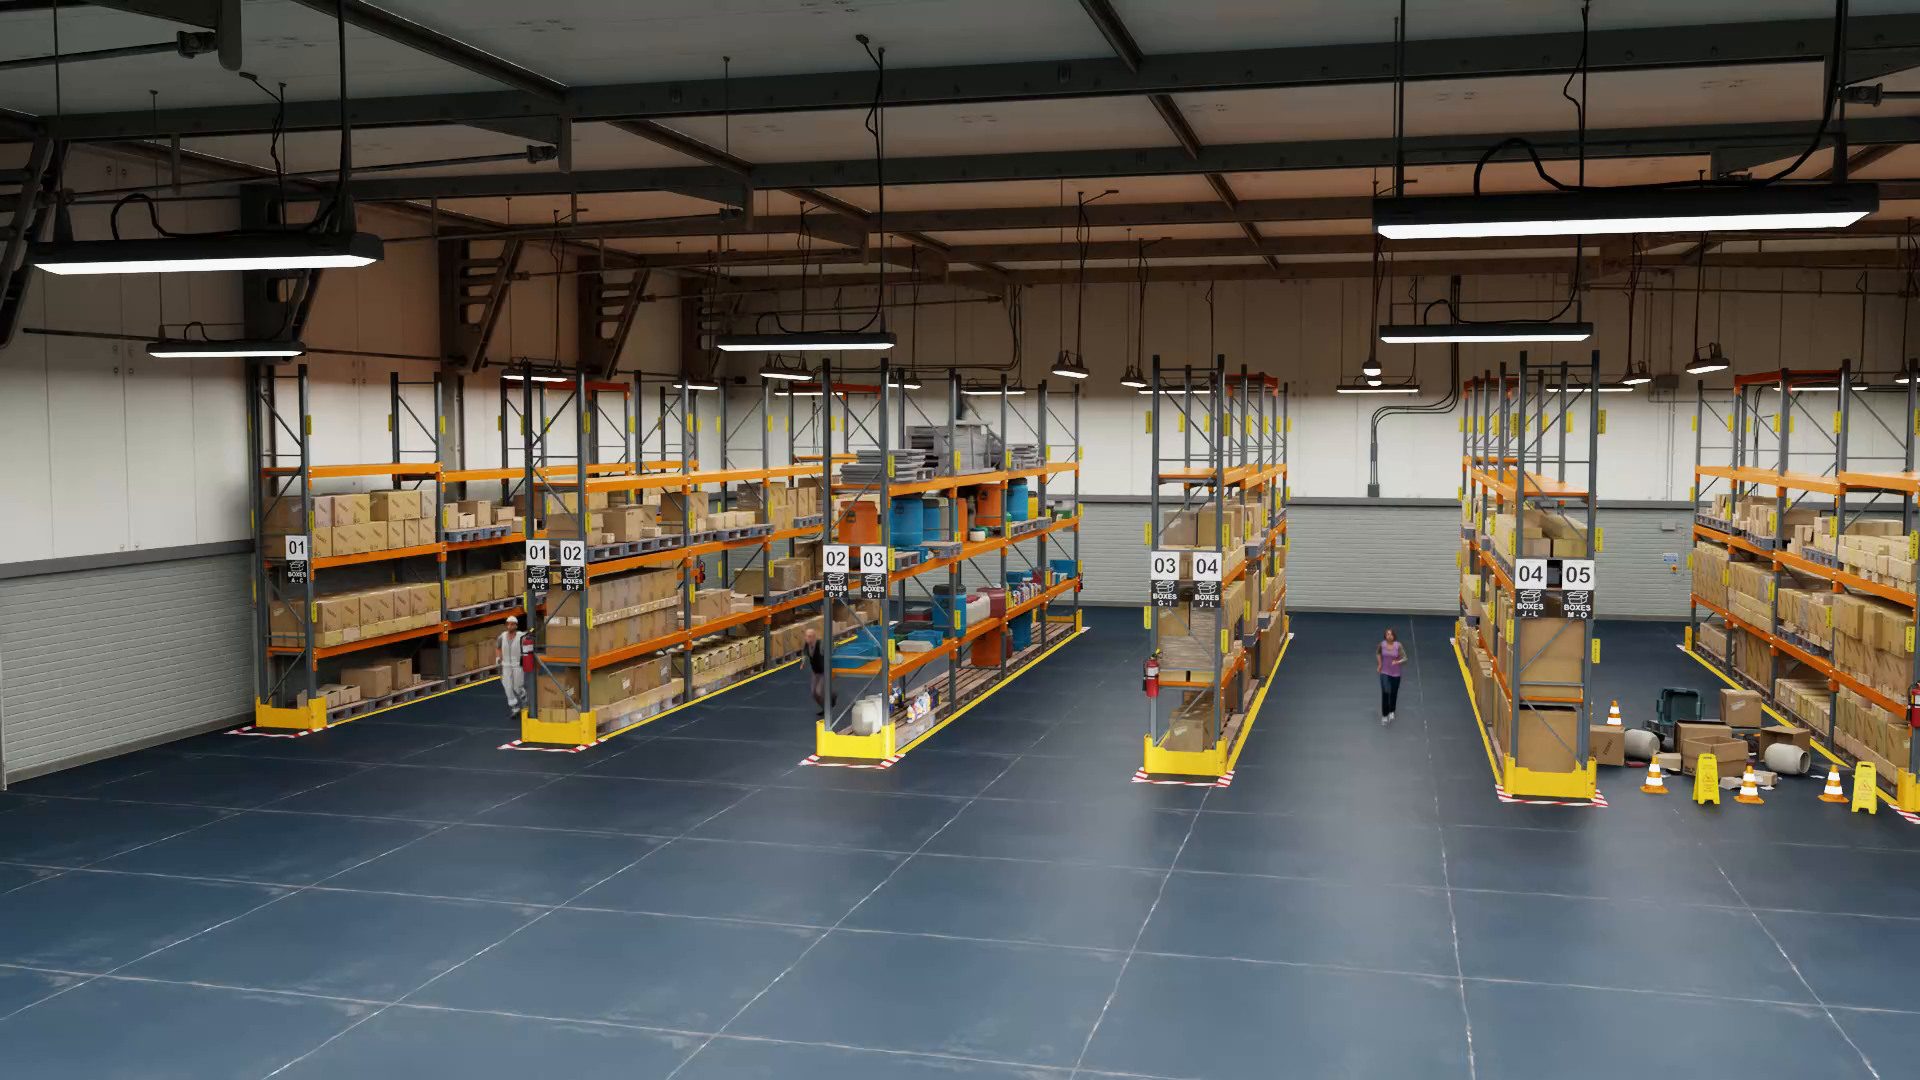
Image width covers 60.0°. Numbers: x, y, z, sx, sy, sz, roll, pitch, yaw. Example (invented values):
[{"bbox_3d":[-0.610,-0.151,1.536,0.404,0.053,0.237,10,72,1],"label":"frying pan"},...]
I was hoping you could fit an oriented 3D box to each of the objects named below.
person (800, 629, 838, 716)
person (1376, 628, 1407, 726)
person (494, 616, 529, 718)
[{"bbox_3d":[-2.364,2.268,28.488,0.679,1.545,0.838,3,5,34],"label":"person"},{"bbox_3d":[7.223,2.286,27.858,0.518,1.633,0.700,1,4,16],"label":"person"},{"bbox_3d":[-7.652,2.166,28.467,0.663,1.745,0.597,0,4,6],"label":"person"}]
